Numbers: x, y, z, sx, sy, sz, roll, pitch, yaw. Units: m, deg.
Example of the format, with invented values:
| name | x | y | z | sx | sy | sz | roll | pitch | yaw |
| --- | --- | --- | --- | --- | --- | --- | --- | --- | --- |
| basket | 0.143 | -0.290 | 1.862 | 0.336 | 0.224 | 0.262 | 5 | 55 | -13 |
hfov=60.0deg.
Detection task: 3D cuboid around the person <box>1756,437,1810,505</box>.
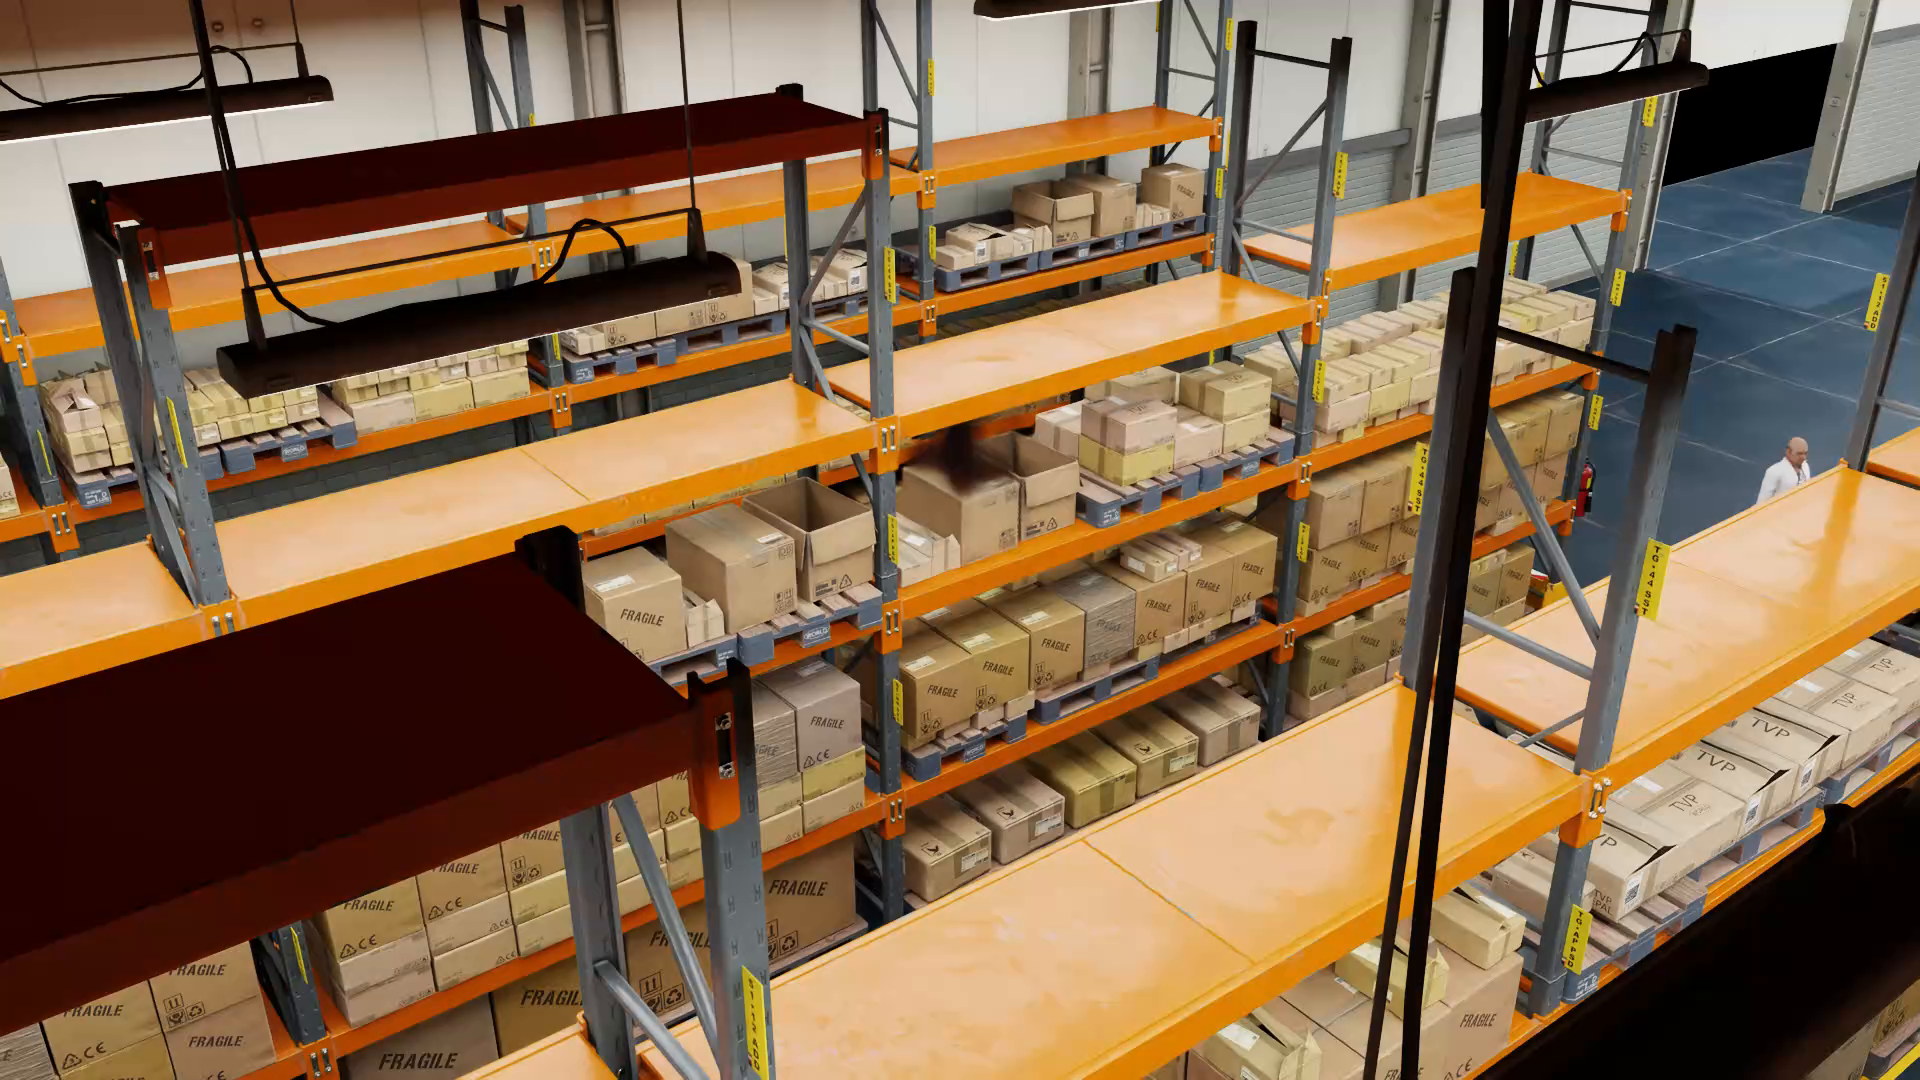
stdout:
| name | x | y | z | sx | sy | sz | roll | pitch | yaw |
| --- | --- | --- | --- | --- | --- | --- | --- | --- | --- |
| person | 8.114 | -0.154 | 16.395 | 0.659 | 1.796 | 0.557 | -16 | 30 | -29 |
